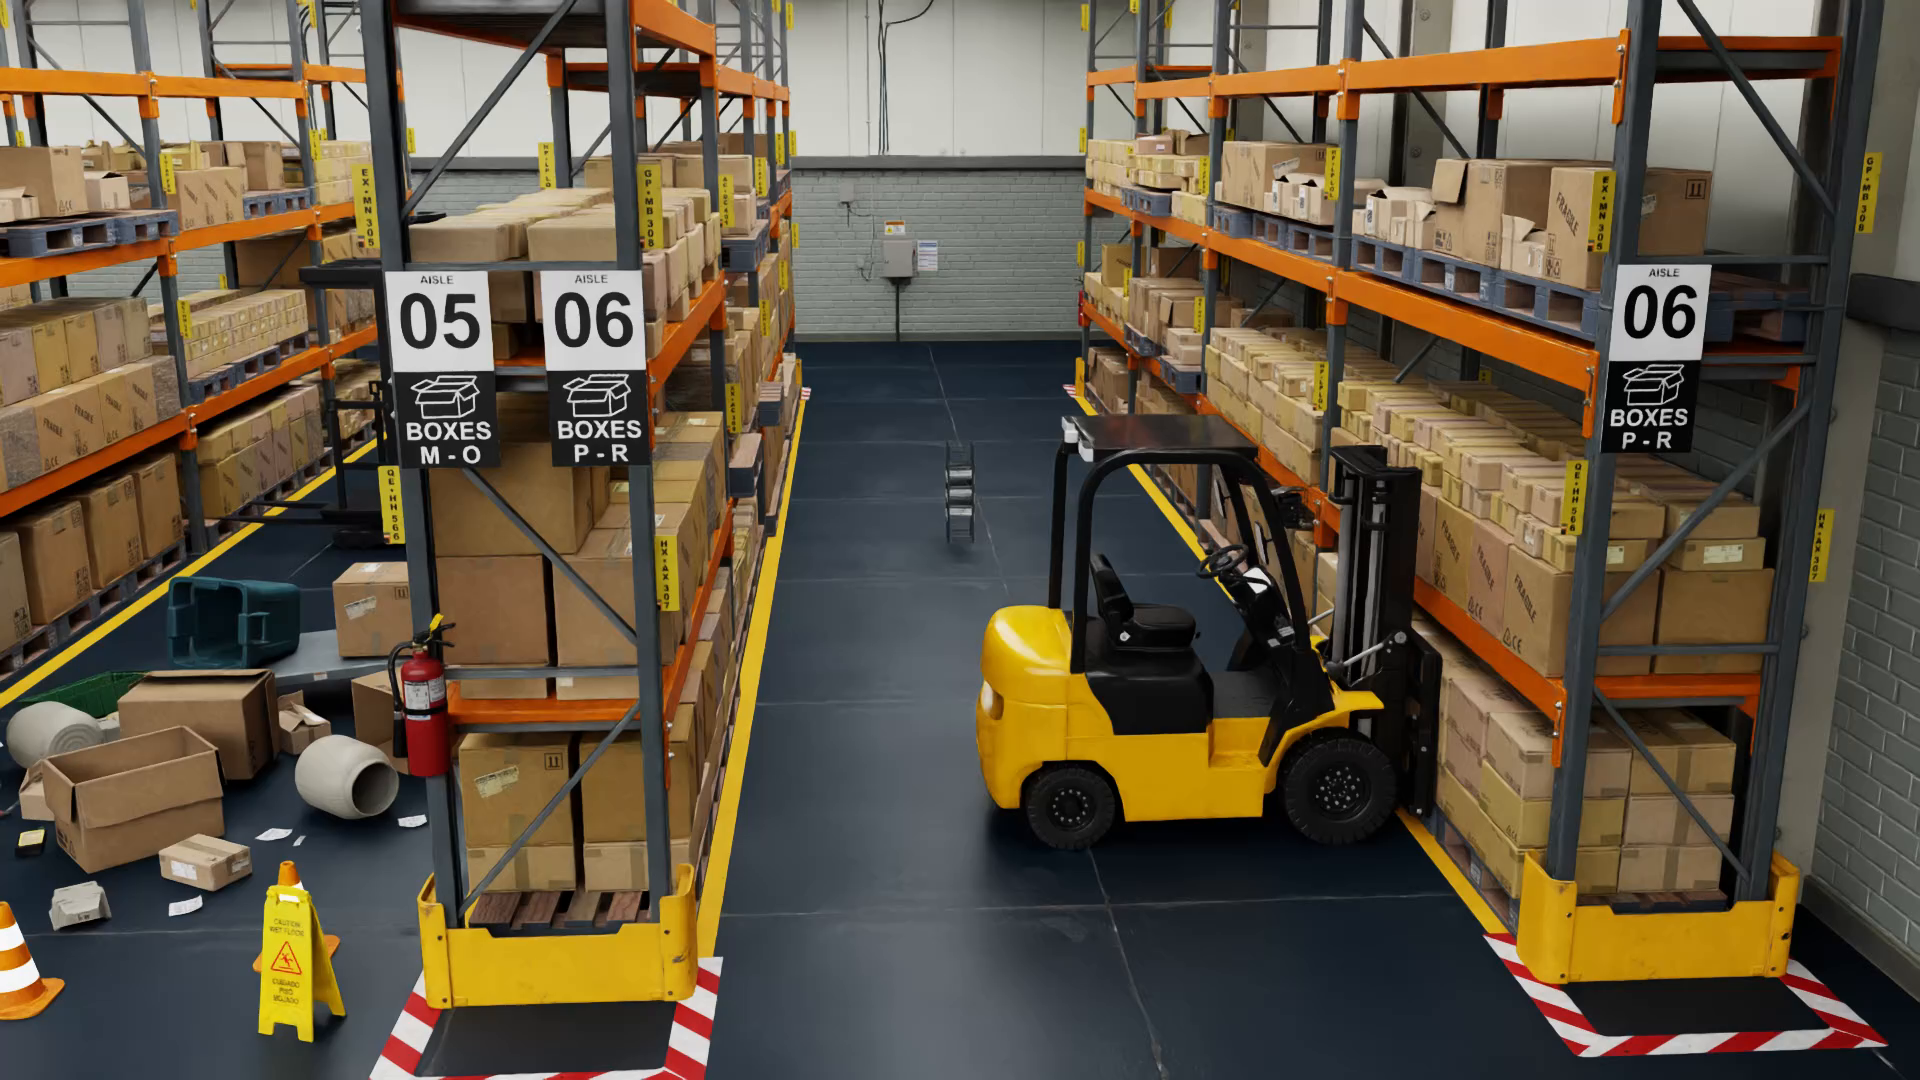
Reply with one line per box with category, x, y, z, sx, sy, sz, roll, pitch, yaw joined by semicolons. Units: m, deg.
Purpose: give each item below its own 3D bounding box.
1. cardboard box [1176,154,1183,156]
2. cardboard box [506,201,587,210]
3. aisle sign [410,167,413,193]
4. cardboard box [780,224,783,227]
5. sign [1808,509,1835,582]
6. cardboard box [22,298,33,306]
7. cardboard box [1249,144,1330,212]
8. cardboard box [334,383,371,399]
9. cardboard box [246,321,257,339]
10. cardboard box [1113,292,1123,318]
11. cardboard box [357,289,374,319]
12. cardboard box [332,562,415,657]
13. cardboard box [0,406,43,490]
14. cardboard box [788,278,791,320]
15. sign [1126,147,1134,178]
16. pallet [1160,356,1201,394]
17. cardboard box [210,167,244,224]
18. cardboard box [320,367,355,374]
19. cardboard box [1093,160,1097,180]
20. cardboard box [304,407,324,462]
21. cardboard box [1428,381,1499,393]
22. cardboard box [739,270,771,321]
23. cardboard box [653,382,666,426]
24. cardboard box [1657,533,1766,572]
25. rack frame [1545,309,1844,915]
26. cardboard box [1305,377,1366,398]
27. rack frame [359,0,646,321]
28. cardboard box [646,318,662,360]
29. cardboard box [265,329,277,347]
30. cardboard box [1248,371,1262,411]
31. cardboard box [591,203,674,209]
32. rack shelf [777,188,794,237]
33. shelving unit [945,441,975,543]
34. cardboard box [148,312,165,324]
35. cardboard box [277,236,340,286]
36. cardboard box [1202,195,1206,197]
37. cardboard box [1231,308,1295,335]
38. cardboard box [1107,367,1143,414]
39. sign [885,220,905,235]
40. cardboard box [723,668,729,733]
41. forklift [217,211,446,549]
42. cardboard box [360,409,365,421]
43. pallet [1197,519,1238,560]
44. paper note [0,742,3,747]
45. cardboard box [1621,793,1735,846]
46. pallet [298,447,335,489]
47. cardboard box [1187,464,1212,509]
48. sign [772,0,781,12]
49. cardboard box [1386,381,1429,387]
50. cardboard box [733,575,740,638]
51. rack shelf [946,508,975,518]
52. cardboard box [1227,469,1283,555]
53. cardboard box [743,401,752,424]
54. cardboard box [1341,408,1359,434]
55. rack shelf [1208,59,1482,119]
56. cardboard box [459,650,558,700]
cardboard box;2.575;-4.150;18.202;0.380;0.149;0.250;-1;14;-4
cardboard box;-2.146;-1.677;8.631;0.380;0.149;0.250;-1;14;-2
aisle sign;-7.401;-4.593;21.864;0.394;0.787;0.004;-1;14;-3
cardboard box;-2.406;-3.857;20.711;0.380;0.149;0.250;-1;14;-2
sign;3.738;0.024;7.240;0.100;0.325;0.005;-1;14;-3
cardboard box;-12.302;-3.055;21.606;0.380;0.149;0.250;-1;14;-2
cardboard box;2.552;-2.817;12.913;0.500;0.500;0.500;-1;14;-2
cardboard box;-7.259;-1.777;19.820;0.380;0.149;0.250;-1;14;-2
cardboard box;-7.132;-2.058;16.293;0.380;0.149;0.250;0;14;-1
cardboard box;2.119;-2.814;19.872;0.500;0.250;0.500;-1;14;-3
cardboard box;-7.261;-2.885;19.644;0.500;0.500;0.500;-1;14;-5
cardboard box;-3.793;0.450;10.976;0.500;0.500;0.500;-1;14;-3
cardboard box;-6.749;-0.636;11.500;0.500;0.500;0.500;-1;14;-3
cardboard box;-2.365;-2.964;20.550;0.500;0.500;0.500;0;14;-2
sign;1.899;-4.188;18.451;0.100;0.325;0.005;-1;14;-3
pallet;2.576;-1.575;15.738;1.213;0.211;1.003;-1;14;-3
cardboard box;-7.045;-3.217;15.514;0.500;0.500;0.500;-1;14;-3
cardboard box;-7.880;-2.095;21.056;0.380;0.149;0.250;-2;15;-6
cardboard box;1.999;-4.774;21.468;0.500;0.250;0.500;-1;14;-2
cardboard box;-7.151;-1.129;17.792;0.500;0.500;0.500;-1;14;-5
cardboard box;3.257;-0.938;10.775;0.380;0.149;0.250;-1;14;-3
cardboard box;-2.110;-2.334;16.095;0.500;0.500;0.500;0;14;-2
cardboard box;-2.208;-0.992;10.282;0.700;0.500;0.500;-1;14;-4
cardboard box;3.421;0.038;7.580;0.380;0.149;0.250;-1;14;-5
rack frame;3.183;0.489;7.330;1.000;3.000;0.127;-1;14;-3
cardboard box;2.696;-1.076;11.908;0.380;0.149;0.250;-1;14;-3
rack frame;-1.771;-2.339;6.281;1.000;3.000;0.127;-1;14;-3
cardboard box;-1.467;-0.852;7.026;0.380;0.149;0.250;-1;14;-3
cardboard box;-7.158;-2.044;16.837;0.380;0.149;0.250;-2;15;-6
cardboard box;2.572;-1.174;13.092;0.500;0.250;0.500;-1;14;-3
cardboard box;-1.652;-1.621;8.415;0.380;0.149;0.250;-1;14;-2
rack shelf;-2.638;-4.020;20.277;1.077;0.370;4.000;-1;14;-3
shelving unit;-0.001;-0.438;15.146;0.258;0.900;0.210;-1;14;-3
cardboard box;-7.747;-2.060;15.705;0.380;0.149;0.250;-1;14;-3
cardboard box;-7.233;-3.109;18.510;0.500;0.500;0.500;-1;14;-2
cardboard box;2.429;-3.223;15.238;0.380;0.149;0.250;-1;14;-5
cardboard box;2.812;-1.883;15.505;0.500;0.500;0.500;0;14;-1
cardboard box;2.214;-1.858;20.626;0.700;0.500;0.500;-1;14;-6
sign;-1.097;-5.261;28.022;0.339;0.242;0.001;-1;14;-3
cardboard box;-1.671;0.975;10.116;0.500;0.250;0.500;-1;14;-5
forklift;-5.237;-1.469;15.079;3.031;2.935;1.130;1;14;2
cardboard box;-7.351;-1.491;19.902;0.380;0.149;0.250;-2;15;-6
pallet;2.700;0.055;14.612;1.003;0.211;1.213;-1;14;-3
paper note;-6.007;1.264;10.274;0.147;0.020;0.142;-13;20;-42
cardboard box;3.361;1.255;8.025;0.500;0.250;0.500;-1;14;-2
pallet;-7.399;-0.772;17.828;1.003;0.211;1.213;-1;14;-3
cardboard box;2.447;-0.595;15.718;0.500;0.500;0.500;0;14;-2
sign;-1.973;-5.825;17.798;0.100;0.325;0.005;-1;14;-3
cardboard box;3.164;-1.027;11.718;0.380;0.149;0.250;-1;14;-5
cardboard box;-2.053;0.511;11.677;0.950;0.372;0.625;-1;14;-3
rack shelf;-0.001;-0.231;15.199;0.258;0.077;0.200;-1;14;-3
cardboard box;2.761;-0.236;14.071;0.875;0.625;0.625;0;14;-2
cardboard box;-1.790;-0.977;12.689;0.380;0.149;0.250;0;14;-1
cardboard box;2.693;-0.785;10.779;0.380;0.149;0.250;-1;14;-4
rack shelf;2.812;-3.367;12.521;1.077;0.370;4.000;-1;14;-3
cardboard box;-2.007;0.598;7.408;0.380;0.149;0.250;0;14;-2
